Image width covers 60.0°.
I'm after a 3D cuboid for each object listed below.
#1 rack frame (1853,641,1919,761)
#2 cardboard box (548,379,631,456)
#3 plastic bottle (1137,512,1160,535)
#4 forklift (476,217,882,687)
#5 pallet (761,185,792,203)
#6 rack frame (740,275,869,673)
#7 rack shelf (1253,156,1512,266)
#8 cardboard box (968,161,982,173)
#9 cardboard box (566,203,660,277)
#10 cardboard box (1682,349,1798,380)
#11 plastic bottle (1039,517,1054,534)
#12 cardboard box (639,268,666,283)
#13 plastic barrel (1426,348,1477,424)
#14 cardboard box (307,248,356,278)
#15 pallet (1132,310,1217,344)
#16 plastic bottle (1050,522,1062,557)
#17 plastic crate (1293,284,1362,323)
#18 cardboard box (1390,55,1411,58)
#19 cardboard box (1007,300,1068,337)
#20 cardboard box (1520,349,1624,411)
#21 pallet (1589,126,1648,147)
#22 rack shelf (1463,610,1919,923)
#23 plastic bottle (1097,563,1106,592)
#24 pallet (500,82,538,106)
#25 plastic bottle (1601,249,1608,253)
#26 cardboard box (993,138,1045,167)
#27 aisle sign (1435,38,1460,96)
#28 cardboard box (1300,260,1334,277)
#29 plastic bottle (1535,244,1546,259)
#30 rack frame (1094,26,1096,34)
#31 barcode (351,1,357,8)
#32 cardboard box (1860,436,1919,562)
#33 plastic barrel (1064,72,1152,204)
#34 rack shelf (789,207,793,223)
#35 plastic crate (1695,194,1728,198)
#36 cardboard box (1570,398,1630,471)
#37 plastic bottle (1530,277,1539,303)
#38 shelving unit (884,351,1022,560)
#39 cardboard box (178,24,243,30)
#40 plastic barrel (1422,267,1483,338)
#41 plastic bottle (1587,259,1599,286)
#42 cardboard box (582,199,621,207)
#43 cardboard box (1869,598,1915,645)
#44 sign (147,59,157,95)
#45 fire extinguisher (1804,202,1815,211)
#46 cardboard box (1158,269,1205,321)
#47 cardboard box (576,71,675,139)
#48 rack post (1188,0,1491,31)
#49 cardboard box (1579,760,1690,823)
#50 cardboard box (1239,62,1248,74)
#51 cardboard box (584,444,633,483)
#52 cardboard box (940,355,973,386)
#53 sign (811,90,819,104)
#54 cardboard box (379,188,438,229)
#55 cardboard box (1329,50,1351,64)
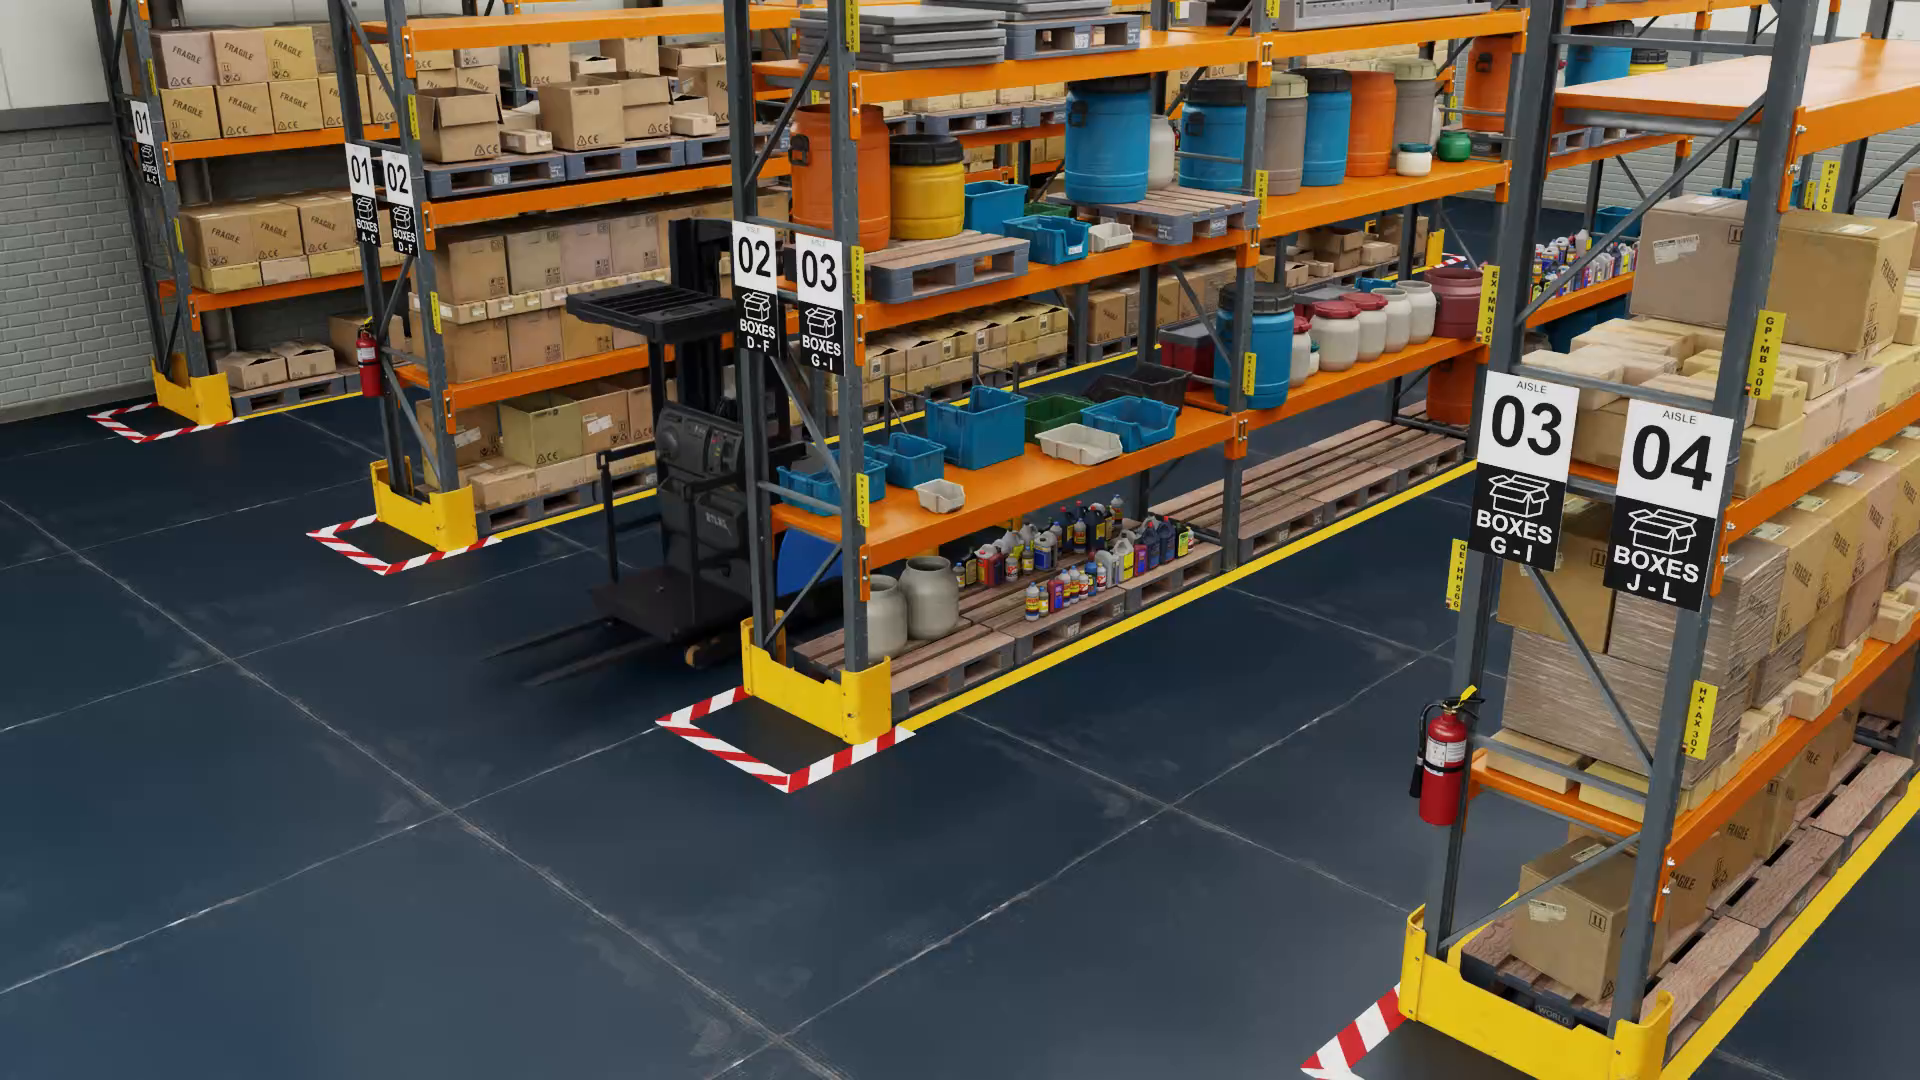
[{"bbox_3d":[5.365,-0.038,9.854,1.000,3.000,0.127,19,28,41],"label":"rack frame"},{"bbox_3d":[-3.300,-1.095,14.807,0.500,0.500,0.500,19,28,41],"label":"cardboard box"},{"bbox_3d":[1.470,-0.045,12.951,0.144,0.351,0.185,19,28,41],"label":"plastic bottle"},{"bbox_3d":[-1.988,-0.677,11.611,1.130,2.935,3.031,19,28,41],"label":"forklift"},{"bbox_3d":[-2.912,-4.486,21.693,1.213,0.211,1.003,19,28,41],"label":"pallet"},{"bbox_3d":[-0.974,-0.249,10.404,1.000,3.000,0.127,19,28,41],"label":"rack frame"},{"bbox_3d":[3.212,-2.856,14.007,1.077,0.370,4.000,19,28,41],"label":"rack shelf"},{"bbox_3d":[0.107,-5.477,24.327,0.250,0.149,0.380,-20,28,-41],"label":"cardboard box"},{"bbox_3d":[-3.085,-2.668,14.748,0.700,0.500,0.500,19,28,41],"label":"cardboard box"},{"bbox_3d":[3.271,-0.677,6.989,0.380,0.149,0.250,19,28,40],"label":"cardboard box"},{"bbox_3d":[0.679,-0.031,13.008,0.133,0.283,0.061,-19,28,-40],"label":"plastic bottle"},{"bbox_3d":[-2.836,-2.349,14.823,0.250,0.149,0.380,-19,28,-40],"label":"cardboard box"},{"bbox_3d":[4.936,-1.619,16.406,0.600,0.830,0.708,19,28,41],"label":"plastic barrel"},{"bbox_3d":[-6.793,-2.980,17.691,0.500,0.250,0.500,19,28,40],"label":"cardboard box"},{"bbox_3d":[2.459,-2.739,20.769,1.003,0.211,1.213,19,28,41],"label":"pallet"},{"bbox_3d":[0.749,-0.010,12.971,0.097,0.271,0.097,0,21,0],"label":"plastic bottle"},{"bbox_3d":[3.260,-1.997,14.861,0.402,0.464,0.583,19,28,41],"label":"plastic crate"},{"bbox_3d":[5.776,-6.477,22.635,0.500,0.250,0.500,19,28,41],"label":"cardboard box"},{"bbox_3d":[0.871,-2.524,18.788,0.500,0.311,0.500,-19,28,-41],"label":"cardboard box"},{"bbox_3d":[2.545,-0.675,6.985,0.380,0.149,0.250,19,28,41],"label":"cardboard box"},{"bbox_3d":[6.131,-4.127,16.576,1.003,0.211,1.213,19,28,41],"label":"pallet"},{"bbox_3d":[3.970,0.812,8.645,1.077,0.370,4.000,19,28,41],"label":"rack shelf"},{"bbox_3d":[1.035,0.272,12.336,0.097,0.201,0.097,0,21,0],"label":"plastic bottle"},{"bbox_3d":[-4.775,-5.201,19.369,1.213,0.211,1.003,19,28,41],"label":"pallet"},{"bbox_3d":[6.758,-2.981,17.580,0.144,0.351,0.185,19,28,41],"label":"plastic bottle"},{"bbox_3d":[0.689,-6.089,25.178,0.700,0.700,0.980,-20,28,-41],"label":"cardboard box"},{"bbox_3d":[6.908,-6.757,23.712,0.394,0.787,0.004,19,28,41],"label":"aisle sign"},{"bbox_3d":[4.895,-3.736,22.811,0.380,0.166,0.250,19,28,41],"label":"cardboard box"},{"bbox_3d":[6.155,-3.014,17.770,0.152,0.276,0.135,19,28,41],"label":"plastic bottle"},{"bbox_3d":[1.060,-6.346,17.905,1.000,3.000,0.127,19,28,41],"label":"rack frame"},{"bbox_3d":[-6.560,-5.794,18.001,0.001,0.075,0.075,19,28,41],"label":"barcode"},{"bbox_3d":[4.551,-0.248,8.454,0.500,0.500,0.500,19,28,41],"label":"cardboard box"},{"bbox_3d":[1.045,-2.878,11.779,0.600,0.901,0.708,19,28,41],"label":"plastic barrel"},{"bbox_3d":[-3.887,-3.935,20.996,1.077,0.370,4.000,19,28,41],"label":"rack shelf"},{"bbox_3d":[9.320,-4.162,20.732,0.416,0.233,0.300,19,28,41],"label":"plastic crate"},{"bbox_3d":[2.729,-0.527,7.155,0.500,0.250,0.500,-19,28,-41],"label":"cardboard box"},{"bbox_3d":[5.589,-2.423,16.223,0.061,0.283,0.133,19,28,41],"label":"plastic bottle"},{"bbox_3d":[-0.053,-0.680,13.616,0.587,1.500,1.083,19,28,41],"label":"shelving unit"},{"bbox_3d":[-7.586,-4.971,16.946,0.500,0.500,0.500,-18,27,-39],"label":"cardboard box"},{"bbox_3d":[4.500,-2.174,15.222,0.600,0.536,0.708,19,28,41],"label":"plastic barrel"},{"bbox_3d":[6.492,-2.776,17.150,0.152,0.276,0.135,19,28,41],"label":"plastic bottle"},{"bbox_3d":[-4.507,-4.273,20.120,0.500,0.500,0.700,-17,27,-37],"label":"cardboard box"},{"bbox_3d":[4.933,0.412,9.035,0.380,0.149,0.250,19,28,41],"label":"cardboard box"},{"bbox_3d":[-7.683,-4.401,15.806,0.100,0.325,0.005,19,28,41],"label":"sign"},{"bbox_3d":[10.618,-4.077,20.990,0.296,0.674,0.183,19,28,41],"label":"fire extinguisher"},{"bbox_3d":[2.658,-3.029,20.508,0.500,0.500,0.500,18,27,39],"label":"cardboard box"},{"bbox_3d":[-2.969,-3.836,14.630,0.637,0.503,0.797,-16,26,-36],"label":"cardboard box"},{"bbox_3d":[3.129,-4.699,13.339,1.013,1.000,3.121,19,28,41],"label":"rack post"},{"bbox_3d":[2.944,1.094,7.259,0.380,0.149,0.250,19,28,41],"label":"cardboard box"},{"bbox_3d":[3.447,-6.153,20.719,0.600,0.600,0.600,16,26,36],"label":"cardboard box"},{"bbox_3d":[-3.292,-0.742,14.934,0.500,0.250,0.500,19,28,41],"label":"cardboard box"},{"bbox_3d":[-0.199,-1.868,17.862,0.500,0.250,0.500,-20,28,-41],"label":"cardboard box"},{"bbox_3d":[-1.331,-4.058,15.301,0.100,0.325,0.005,19,28,41],"label":"sign"},{"bbox_3d":[-6.093,-3.591,18.234,0.500,0.500,0.500,18,28,39],"label":"cardboard box"},{"bbox_3d":[4.716,-6.330,21.555,0.500,0.250,0.500,19,28,41],"label":"cardboard box"}]
